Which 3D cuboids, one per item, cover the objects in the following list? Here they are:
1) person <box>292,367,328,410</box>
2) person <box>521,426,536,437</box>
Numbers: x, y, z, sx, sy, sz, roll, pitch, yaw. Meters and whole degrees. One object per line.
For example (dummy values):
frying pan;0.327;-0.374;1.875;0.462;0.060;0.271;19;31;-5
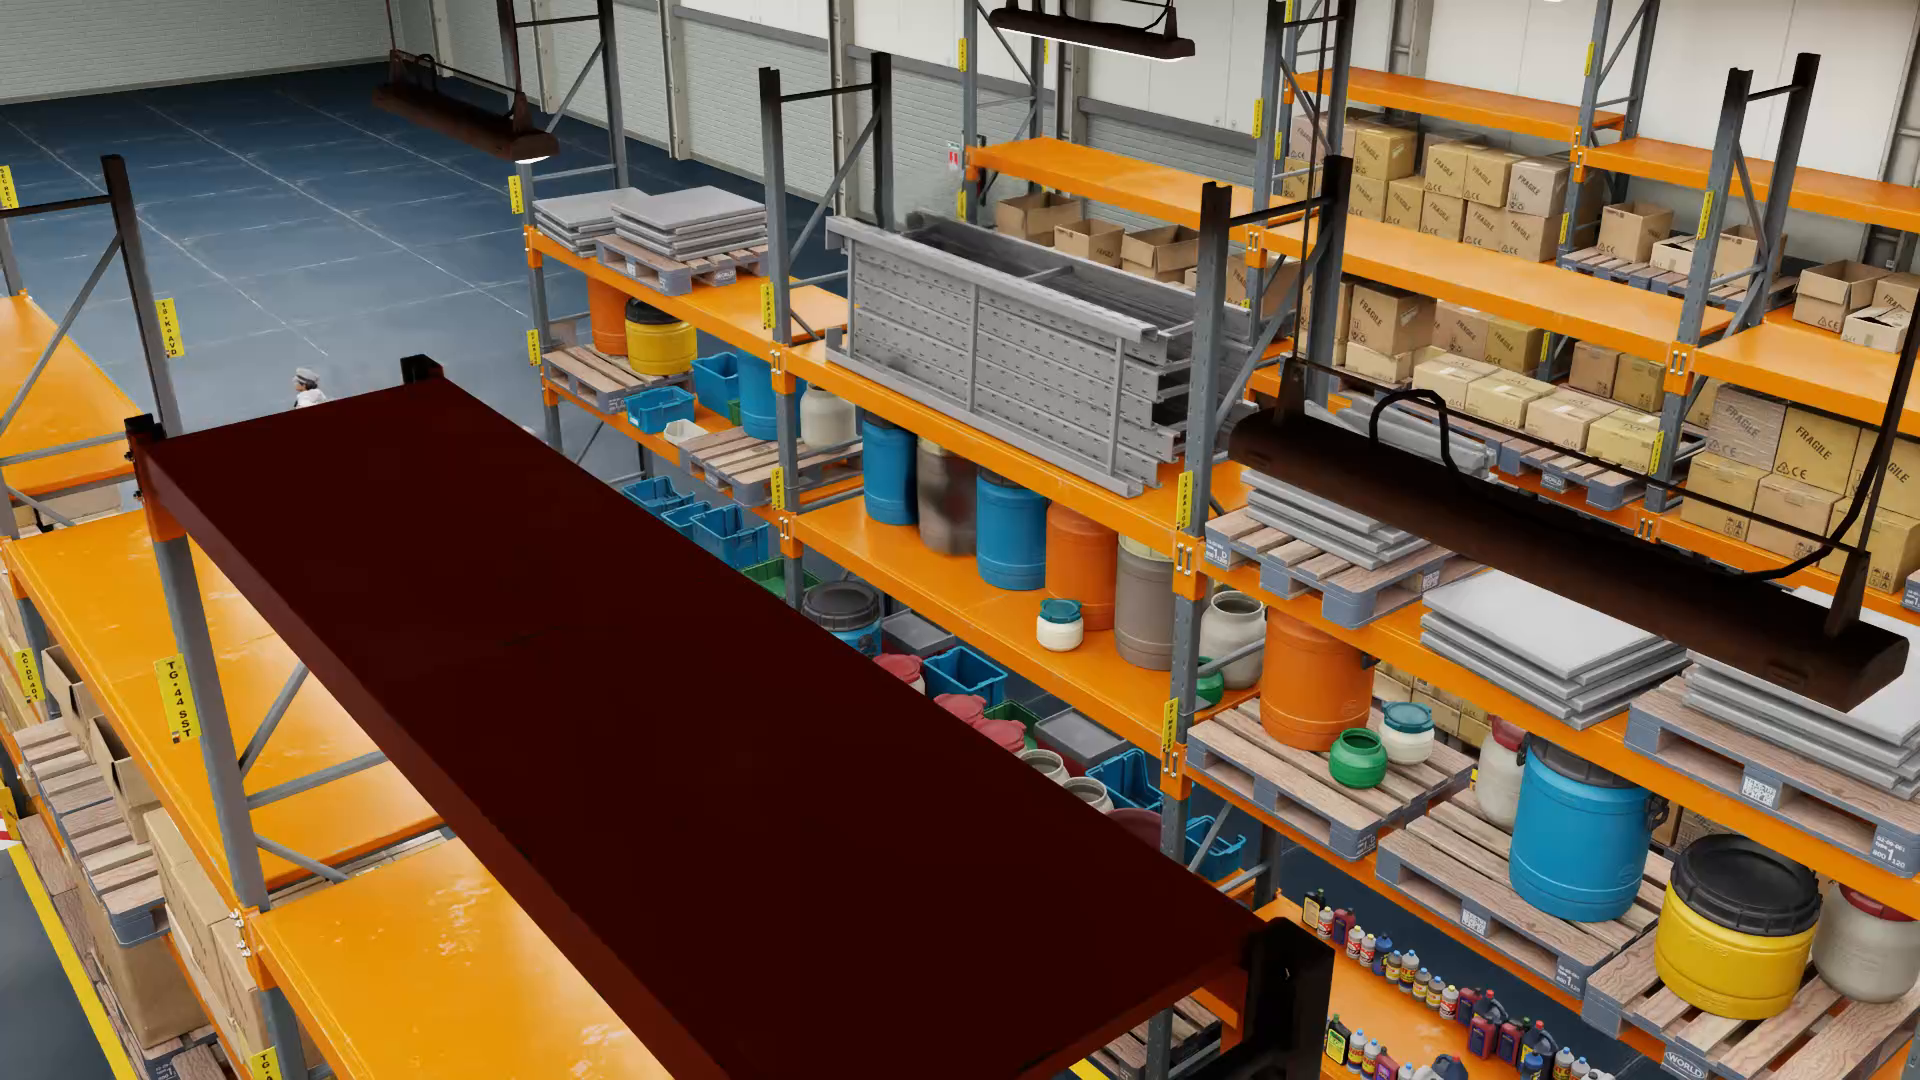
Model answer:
person;-7.249;-1.158;18.742;0.697;1.653;0.655;-3;26;-7
person;-4.404;-0.455;17.393;0.611;1.619;0.638;0;26;0
